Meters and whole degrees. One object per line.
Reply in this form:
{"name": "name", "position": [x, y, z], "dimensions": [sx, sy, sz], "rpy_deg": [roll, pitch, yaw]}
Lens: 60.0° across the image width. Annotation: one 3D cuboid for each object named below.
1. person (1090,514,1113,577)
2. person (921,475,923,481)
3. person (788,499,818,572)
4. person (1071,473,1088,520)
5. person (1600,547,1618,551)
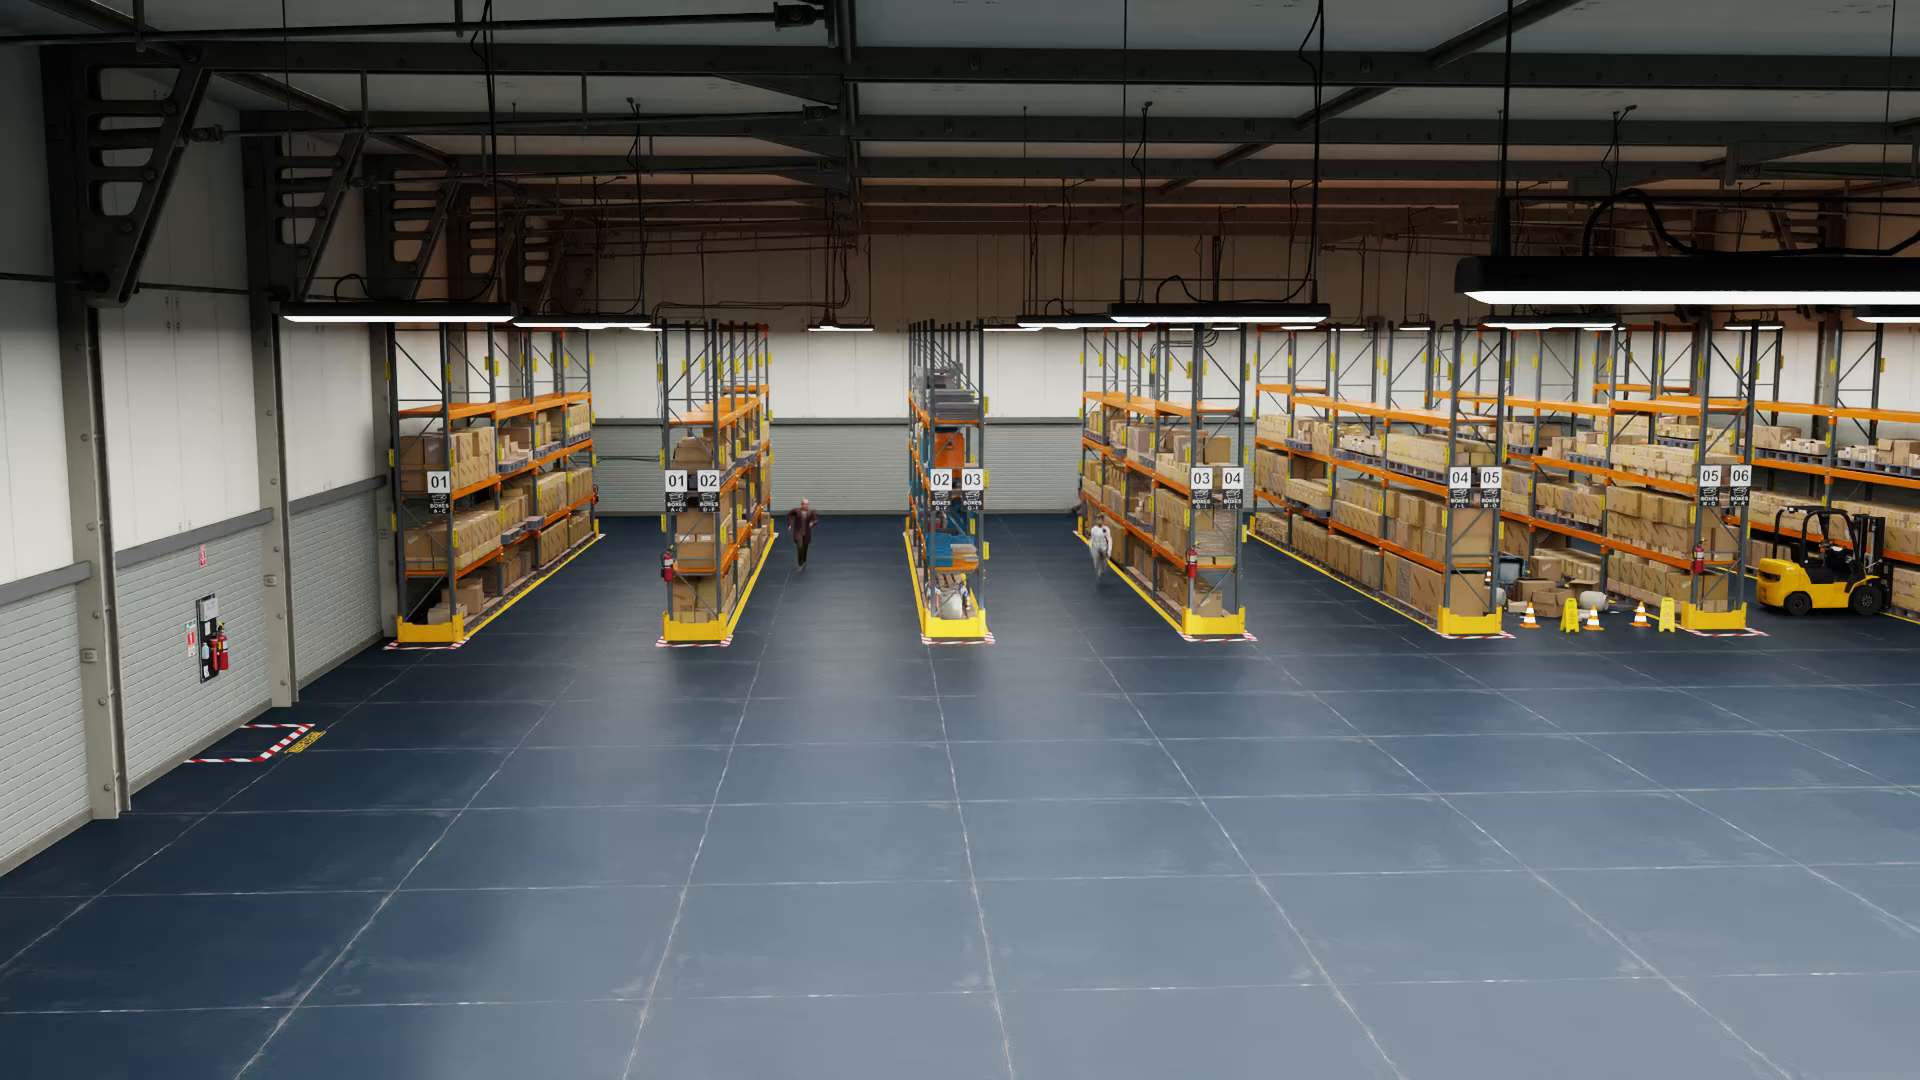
{"name": "person", "position": [3.200, 0.116, 37.591], "dimensions": [0.491, 1.404, 1.003], "rpy_deg": [0, 7, -1]}
{"name": "person", "position": [-0.992, -1.446, 50.857], "dimensions": [0.542, 1.717, 1.098], "rpy_deg": [-5, 9, -37]}
{"name": "person", "position": [-3.832, -0.108, 40.577], "dimensions": [0.717, 1.724, 1.039], "rpy_deg": [-2, 7, -13]}
{"name": "person", "position": [3.795, -1.482, 51.501], "dimensions": [0.854, 1.694, 0.529], "rpy_deg": [5, 9, 34]}
{"name": "person", "position": [17.299, -0.595, 44.165], "dimensions": [0.557, 1.788, 0.492], "rpy_deg": [-5, 9, -36]}
